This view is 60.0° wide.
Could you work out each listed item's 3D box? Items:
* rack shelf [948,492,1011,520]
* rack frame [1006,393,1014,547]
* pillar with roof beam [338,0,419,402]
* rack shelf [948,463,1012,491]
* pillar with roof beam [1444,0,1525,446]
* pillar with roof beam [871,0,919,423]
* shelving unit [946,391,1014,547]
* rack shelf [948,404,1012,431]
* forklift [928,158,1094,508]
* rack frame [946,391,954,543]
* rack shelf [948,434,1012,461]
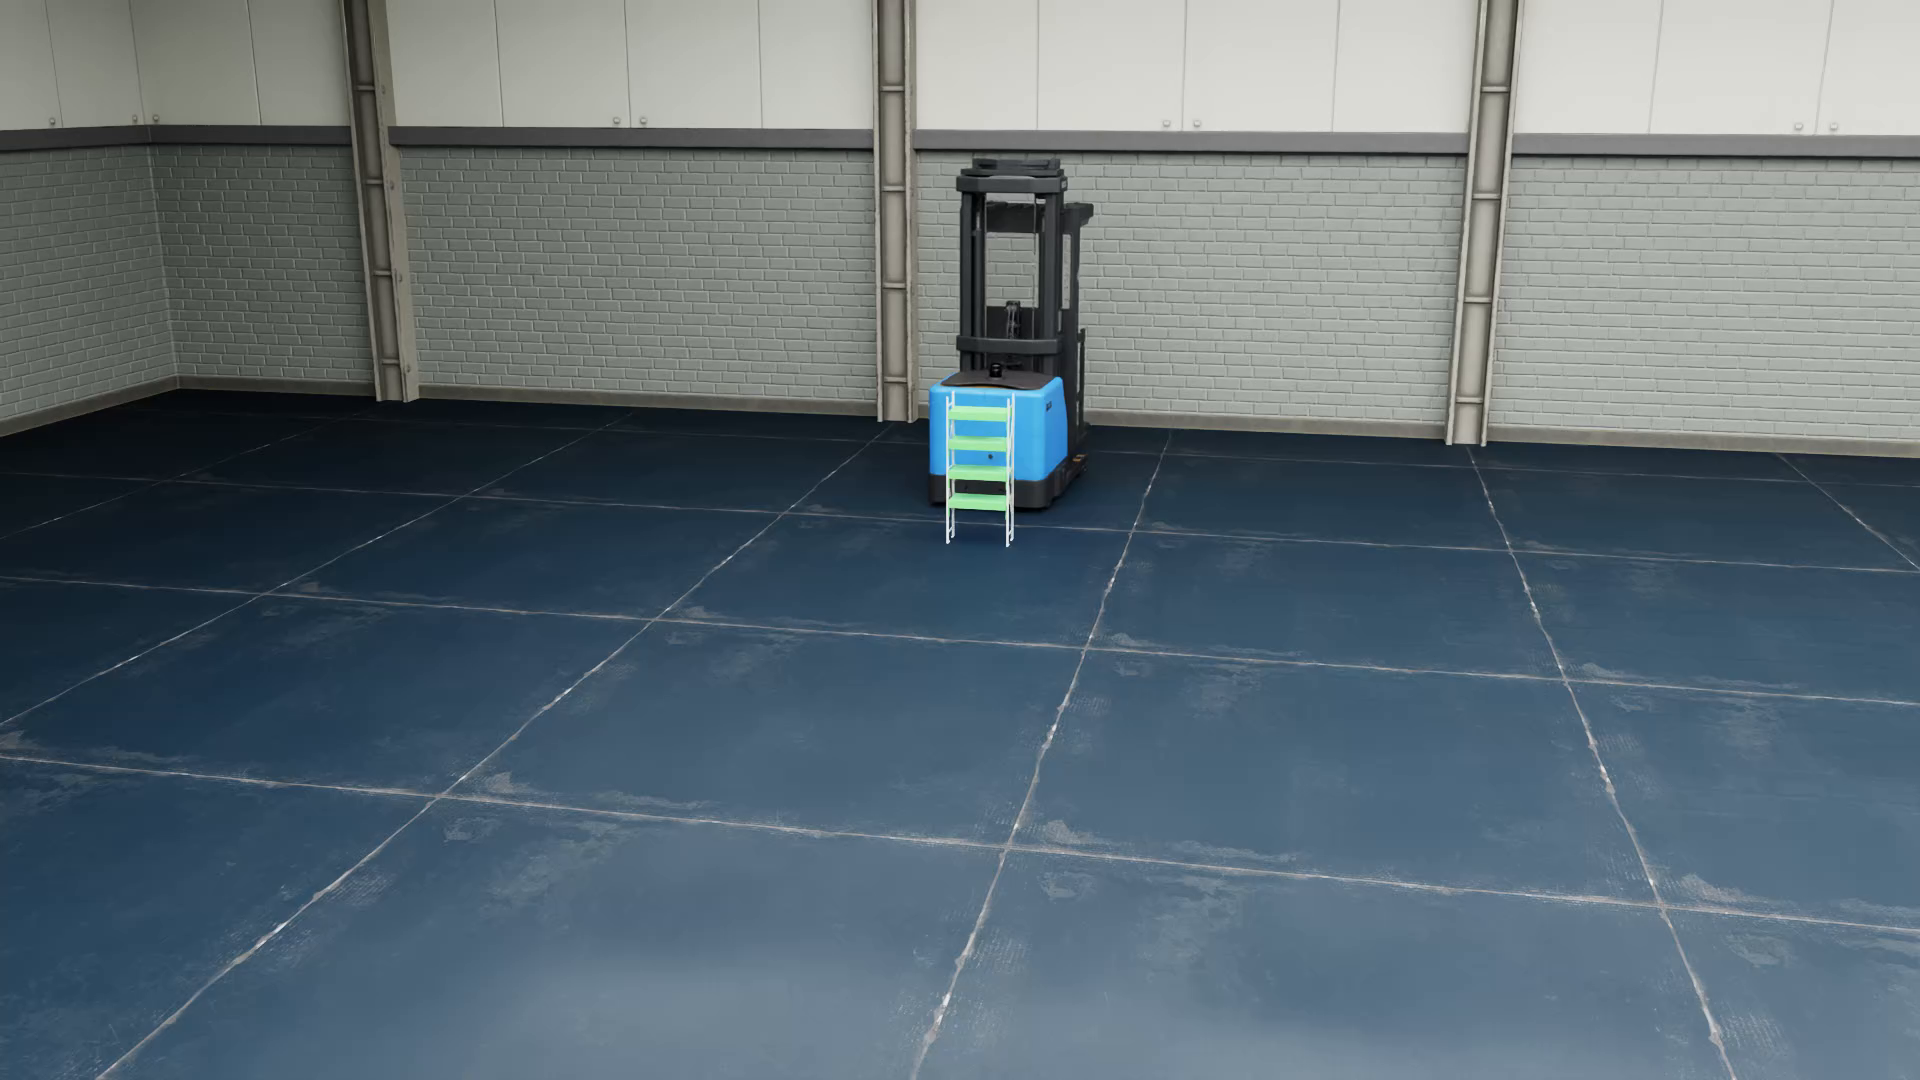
[{"bbox_3d":[0.162,-0.277,13.381,0.480,0.148,0.258,3,16,11],"label":"rack shelf"},{"bbox_3d":[0.401,-0.556,13.253,0.015,1.200,0.240,3,16,11],"label":"rack frame"},{"bbox_3d":[-7.418,-4.855,14.163,0.400,9.000,9.100,3,16,11],"label":"pillar with roof beam"},{"bbox_3d":[0.162,-0.508,13.317,0.480,0.148,0.258,3,16,11],"label":"rack shelf"},{"bbox_3d":[4.341,-4.217,11.858,0.400,9.000,9.100,3,16,11],"label":"pillar with roof beam"},{"bbox_3d":[-1.539,-4.536,13.010,0.400,9.000,9.100,3,16,11],"label":"pillar with roof beam"},{"bbox_3d":[0.162,-0.569,13.300,0.503,1.200,0.258,3,16,11],"label":"shelving unit"},{"bbox_3d":[0.162,-0.970,13.189,0.480,0.148,0.258,3,16,11],"label":"rack shelf"},{"bbox_3d":[0.599,-2.034,15.346,1.130,2.935,3.031,4,16,15],"label":"forklift"},{"bbox_3d":[-0.077,-0.582,13.347,0.015,1.200,0.240,3,16,11],"label":"rack frame"},{"bbox_3d":[0.162,-0.739,13.253,0.480,0.148,0.258,3,16,11],"label":"rack shelf"}]
